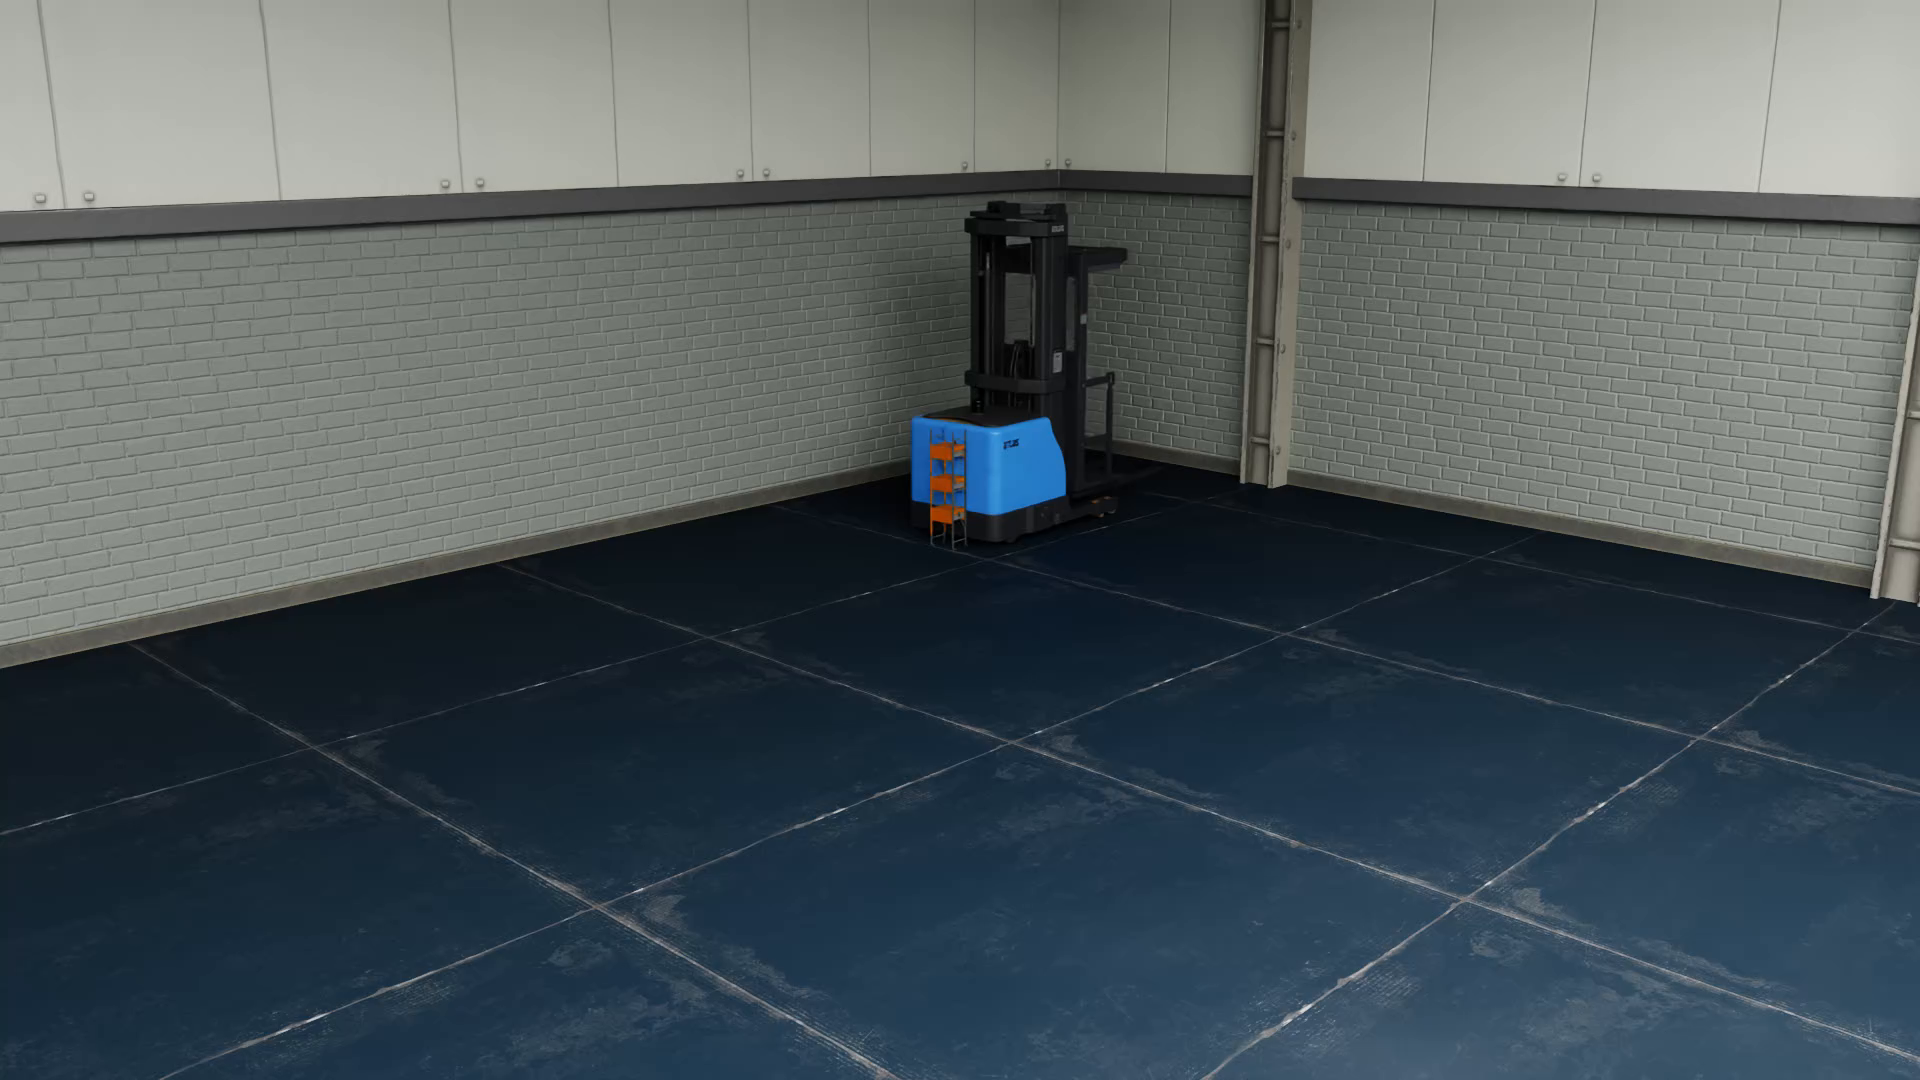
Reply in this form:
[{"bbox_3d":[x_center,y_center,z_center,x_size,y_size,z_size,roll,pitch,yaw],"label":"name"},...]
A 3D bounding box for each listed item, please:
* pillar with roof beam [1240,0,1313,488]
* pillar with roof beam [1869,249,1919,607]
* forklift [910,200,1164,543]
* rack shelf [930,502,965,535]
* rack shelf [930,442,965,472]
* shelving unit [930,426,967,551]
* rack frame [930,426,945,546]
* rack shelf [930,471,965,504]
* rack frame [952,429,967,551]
[{"bbox_3d":[0.152,-4.161,13.056,0.400,9.000,9.100,14,20,42],"label":"pillar with roof beam"},{"bbox_3d":[4.472,-3.111,9.026,0.400,9.000,9.100,14,20,42],"label":"pillar with roof beam"},{"bbox_3d":[0.859,-1.699,15.639,1.130,2.935,3.031,12,19,38],"label":"forklift"},{"bbox_3d":[-0.101,-0.175,14.665,0.240,0.259,0.215,11,18,37],"label":"rack shelf"},{"bbox_3d":[-0.101,-0.718,14.524,0.240,0.259,0.215,11,18,37],"label":"rack shelf"},{"bbox_3d":[-0.101,-0.454,14.592,0.252,1.050,0.215,11,18,37],"label":"shelving unit"},{"bbox_3d":[-0.196,-0.473,14.665,0.008,1.050,0.200,11,18,37],"label":"rack frame"},{"bbox_3d":[-0.101,-0.444,14.595,0.240,0.259,0.215,11,18,37],"label":"rack shelf"},{"bbox_3d":[-0.005,-0.435,14.520,0.008,1.050,0.200,11,18,37],"label":"rack frame"}]
